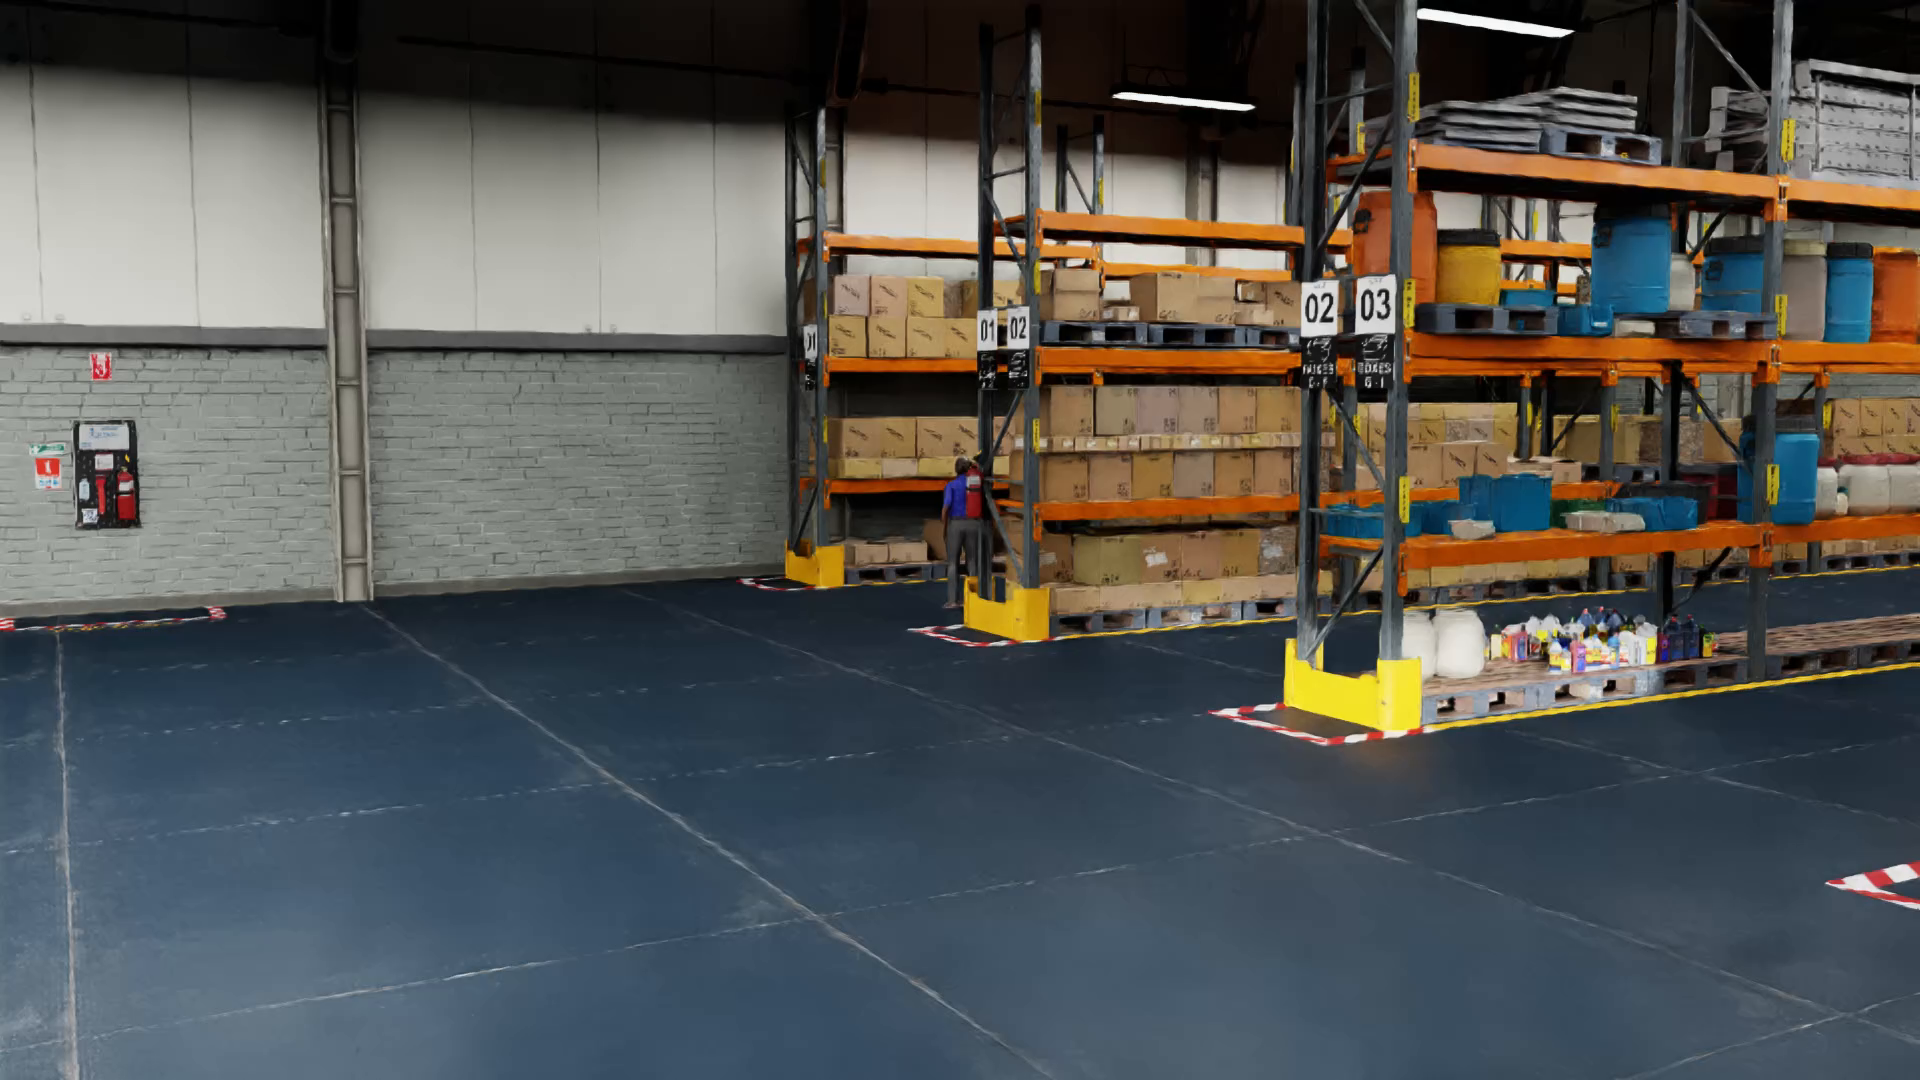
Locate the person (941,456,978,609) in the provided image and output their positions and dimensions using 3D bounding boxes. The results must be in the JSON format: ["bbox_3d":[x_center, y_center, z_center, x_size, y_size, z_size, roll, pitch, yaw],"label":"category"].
[{"bbox_3d":[0.024,-0.071,18.272,0.500,1.700,0.375,-2,5,-17],"label":"person"}]
